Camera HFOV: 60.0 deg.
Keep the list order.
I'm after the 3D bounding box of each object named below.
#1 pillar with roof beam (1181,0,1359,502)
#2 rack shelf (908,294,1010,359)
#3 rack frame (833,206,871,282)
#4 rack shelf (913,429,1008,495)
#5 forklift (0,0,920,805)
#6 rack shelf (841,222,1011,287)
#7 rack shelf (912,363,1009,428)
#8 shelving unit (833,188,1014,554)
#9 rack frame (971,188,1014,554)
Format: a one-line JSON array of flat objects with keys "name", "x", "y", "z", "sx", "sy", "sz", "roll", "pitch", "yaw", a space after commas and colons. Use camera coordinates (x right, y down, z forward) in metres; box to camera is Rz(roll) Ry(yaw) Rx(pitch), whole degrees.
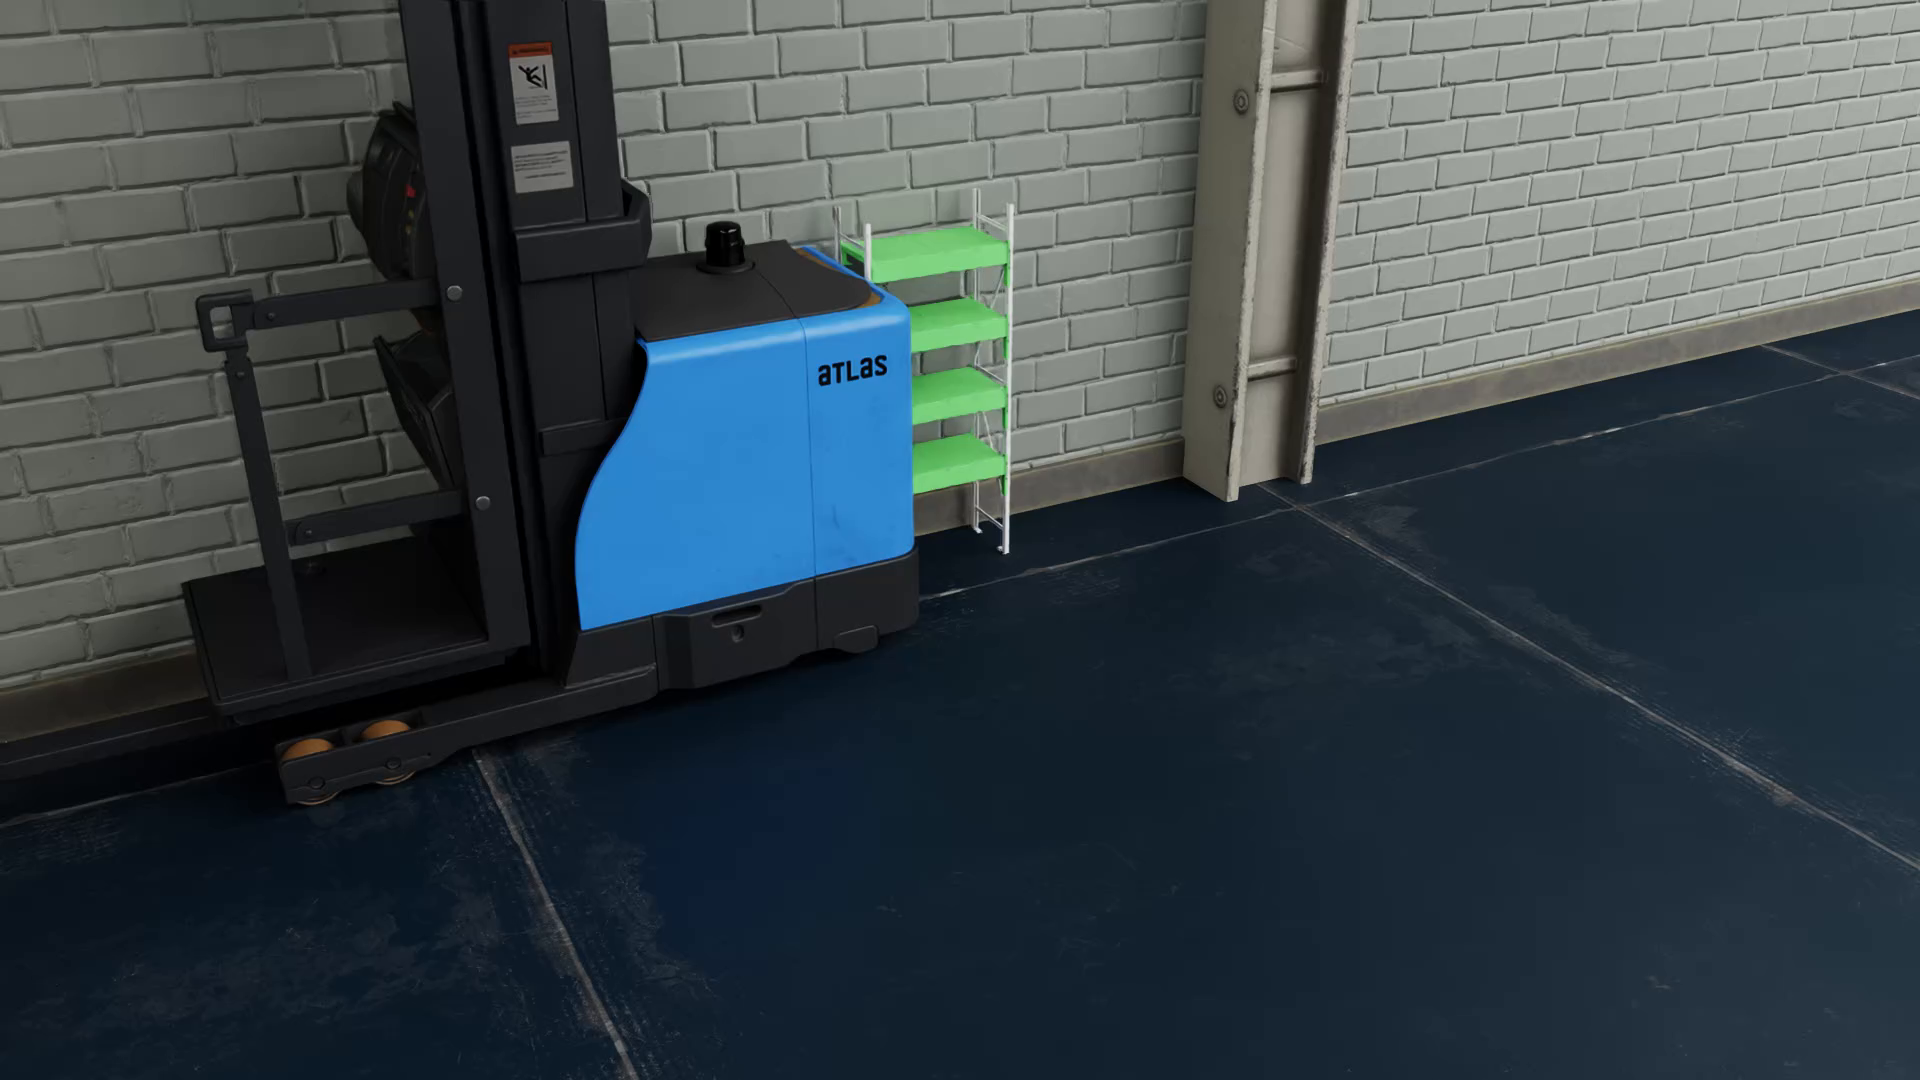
[{"name": "pillar with roof beam", "x": 3.094, "y": -2.649, "z": 0.870, "sx": 0.400, "sy": 9.000, "sz": 9.100, "roll": -13, "pitch": 29, "yaw": -25}, {"name": "rack shelf", "x": -0.112, "y": -0.648, "z": 5.306, "sx": 0.480, "sy": 0.148, "sz": 0.258, "roll": -13, "pitch": 29, "yaw": -25}, {"name": "rack frame", "x": -0.327, "y": -0.440, "z": 5.279, "sx": 0.015, "sy": 1.200, "sz": 0.240, "roll": -13, "pitch": 29, "yaw": -25}, {"name": "rack shelf", "x": -0.112, "y": -0.216, "z": 5.514, "sx": 0.480, "sy": 0.148, "sz": 0.258, "roll": -13, "pitch": 29, "yaw": -25}, {"name": "forklift", "x": -1.669, "y": -0.895, "z": 4.229, "sx": 3.031, "sy": 2.935, "sz": 1.130, "roll": -13, "pitch": 29, "yaw": -25}, {"name": "rack shelf", "x": -0.112, "y": -0.864, "z": 5.202, "sx": 0.480, "sy": 0.148, "sz": 0.258, "roll": -13, "pitch": 29, "yaw": -25}, {"name": "rack shelf", "x": -0.112, "y": -0.432, "z": 5.410, "sx": 0.480, "sy": 0.148, "sz": 0.258, "roll": -13, "pitch": 29, "yaw": -25}, {"name": "shelving unit", "x": -0.112, "y": -0.489, "z": 5.382, "sx": 0.503, "sy": 1.200, "sz": 0.258, "roll": -13, "pitch": 29, "yaw": -25}, {"name": "rack frame", "x": 0.103, "y": -0.539, "z": 5.486, "sx": 0.015, "sy": 1.200, "sz": 0.240, "roll": -13, "pitch": 29, "yaw": -25}]
